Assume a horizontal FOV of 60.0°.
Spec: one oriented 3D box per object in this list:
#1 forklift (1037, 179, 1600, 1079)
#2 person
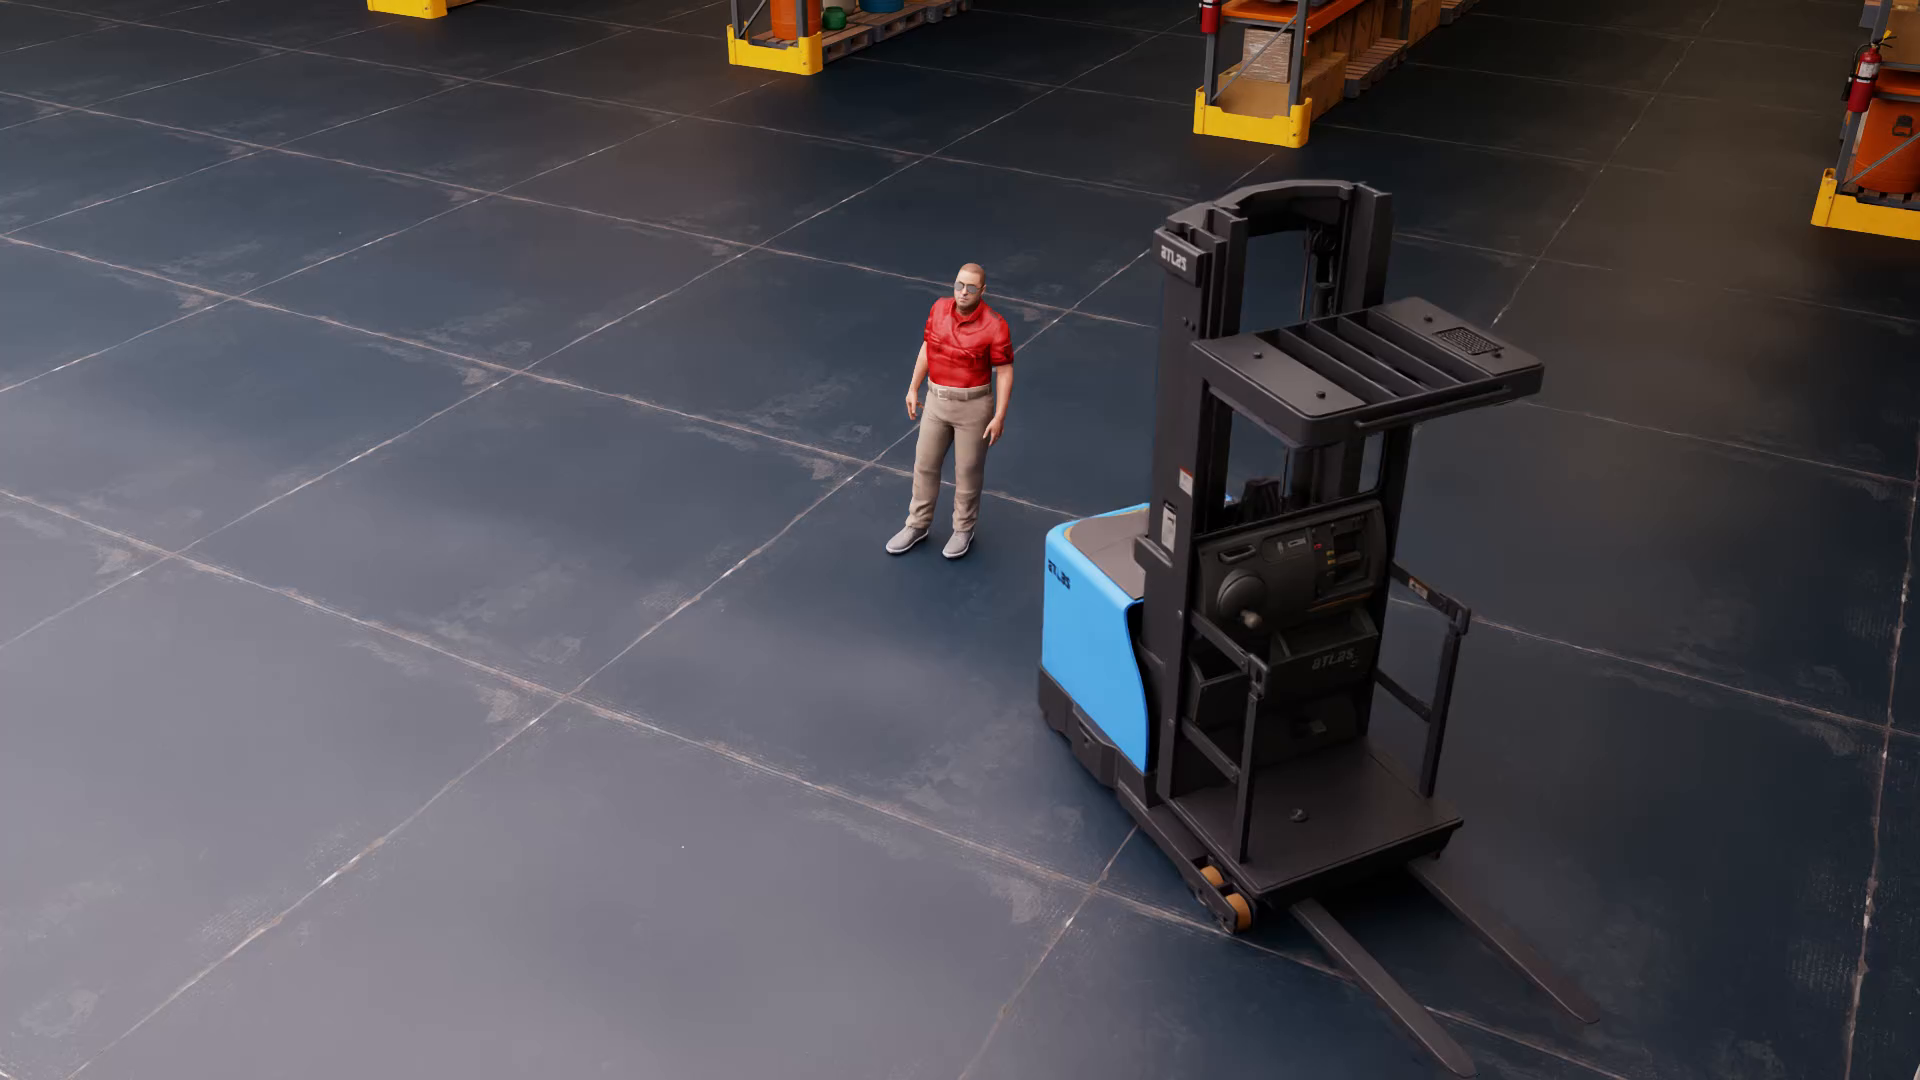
[{"bbox_3d":[1.493,0.154,6.804,1.130,2.935,3.031,-14,33,-22],"label":"forklift"},{"bbox_3d":[-0.054,-0.718,9.504,0.640,1.727,0.551,15,33,25],"label":"person"}]
